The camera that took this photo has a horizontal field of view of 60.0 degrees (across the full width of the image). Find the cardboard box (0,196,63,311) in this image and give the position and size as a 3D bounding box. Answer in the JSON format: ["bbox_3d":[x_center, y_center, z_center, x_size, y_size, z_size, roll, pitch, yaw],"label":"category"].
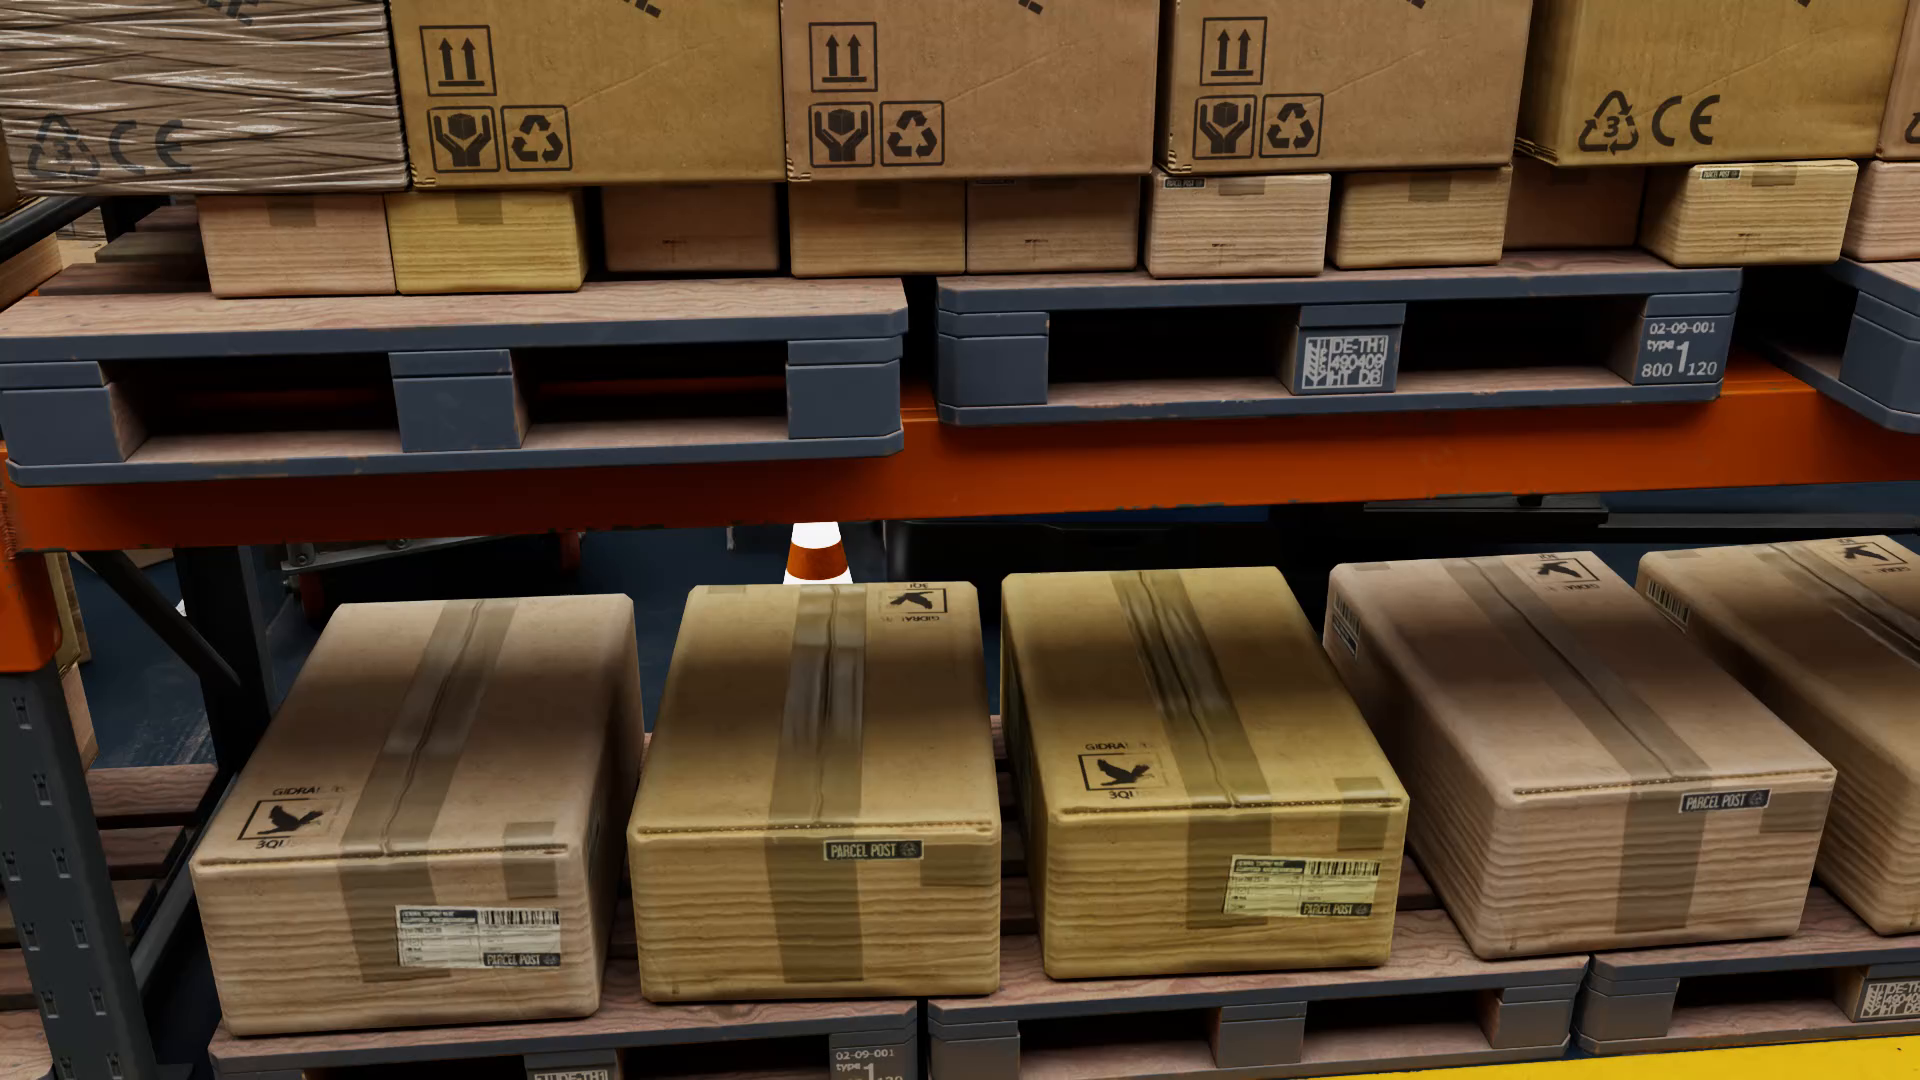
[{"bbox_3d":[-1.841,-0.509,3.012,0.250,0.149,0.380,-2,24,-5],"label":"cardboard box"}]

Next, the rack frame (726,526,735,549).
[{"bbox_3d":[-0.717,-0.568,5.050,0.015,1.200,0.240,0,24,0],"label":"rack frame"}]

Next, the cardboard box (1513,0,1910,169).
[{"bbox_3d":[1.044,-0.864,2.495,0.500,0.500,0.500,-4,24,-9],"label":"cardboard box"}]

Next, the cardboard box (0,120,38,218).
[{"bbox_3d":[-1.961,-0.784,2.831,0.500,0.500,0.500,-2,24,-5],"label":"cardboard box"}]

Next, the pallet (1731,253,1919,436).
[{"bbox_3d":[1.786,-0.508,2.935,1.003,0.211,1.213,-2,24,-5],"label":"pallet"}]

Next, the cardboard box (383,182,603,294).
[{"bbox_3d":[-0.665,-0.485,2.440,0.250,0.149,0.380,-2,24,-4],"label":"cardboard box"}]

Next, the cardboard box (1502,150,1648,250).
[{"bbox_3d":[0.889,-0.585,2.665,0.250,0.149,0.380,-2,24,-5],"label":"cardboard box"}]

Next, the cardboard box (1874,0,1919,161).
[{"bbox_3d":[1.546,-0.885,2.541,0.500,0.500,0.500,-3,24,-6],"label":"cardboard box"}]

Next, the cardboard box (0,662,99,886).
[{"bbox_3d":[-2.110,0.472,3.363,0.500,0.250,0.500,-3,24,-8],"label":"cardboard box"}]

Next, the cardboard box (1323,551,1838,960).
[{"bbox_3d":[1.188,0.393,3.390,0.625,0.372,0.950,-3,24,-6],"label":"cardboard box"}]

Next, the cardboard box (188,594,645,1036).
[{"bbox_3d":[-0.974,0.480,3.196,0.625,0.372,0.950,-2,24,-4],"label":"cardboard box"}]

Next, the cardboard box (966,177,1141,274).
[{"bbox_3d":[0.115,-0.530,2.541,0.250,0.149,0.380,-2,24,-5],"label":"cardboard box"}]

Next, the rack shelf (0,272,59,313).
[{"bbox_3d":[-3.486,-0.099,2.664,4.000,0.370,1.077,-2,24,-5],"label":"rack shelf"}]

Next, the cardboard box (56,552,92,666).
[{"bbox_3d":[-2.696,0.127,4.346,0.500,0.500,0.500,16,28,31],"label":"cardboard box"}]

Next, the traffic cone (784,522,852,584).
[{"bbox_3d":[-0.400,0.037,4.598,0.334,0.463,0.336,-2,24,-5],"label":"traffic cone"}]

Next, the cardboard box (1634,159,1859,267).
[{"bbox_3d":[1.152,-0.544,2.573,0.250,0.149,0.380,-2,24,-4],"label":"cardboard box"}]

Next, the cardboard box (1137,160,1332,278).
[{"bbox_3d":[0.385,-0.519,2.518,0.250,0.149,0.380,-1,24,-3],"label":"cardboard box"}]

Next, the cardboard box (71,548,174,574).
[{"bbox_3d":[-2.518,-0.093,5.132,0.258,0.266,0.396,22,32,40],"label":"cardboard box"}]

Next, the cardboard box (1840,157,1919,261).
[{"bbox_3d":[1.424,-0.561,2.611,0.250,0.149,0.380,-3,24,-8],"label":"cardboard box"}]

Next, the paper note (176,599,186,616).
[{"bbox_3d":[-2.191,0.181,4.805,0.142,0.019,0.148,-2,24,-5],"label":"paper note"}]

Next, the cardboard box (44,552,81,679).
[{"bbox_3d":[-2.110,0.129,3.211,0.500,0.500,0.500,-1,24,-3],"label":"cardboard box"}]

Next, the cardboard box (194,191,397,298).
[{"bbox_3d":[-0.915,-0.479,2.426,0.250,0.149,0.380,-2,24,-4],"label":"cardboard box"}]

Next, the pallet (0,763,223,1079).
[{"bbox_3d":[-2.161,0.808,3.172,1.213,0.211,1.003,-2,24,-5],"label":"pallet"}]

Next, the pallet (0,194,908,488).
[{"bbox_3d":[-0.721,-0.391,2.673,1.213,0.211,1.003,-2,24,-5],"label":"pallet"}]

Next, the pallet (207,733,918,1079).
[{"bbox_3d":[-0.721,0.735,3.335,1.213,0.211,1.003,-2,24,-5],"label":"pallet"}]

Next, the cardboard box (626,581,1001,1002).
[{"bbox_3d":[-0.259,0.450,3.263,0.625,0.372,0.950,-1,24,-2],"label":"cardboard box"}]

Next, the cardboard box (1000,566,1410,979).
[{"bbox_3d":[0.433,0.421,3.327,0.625,0.372,0.950,-2,24,-3],"label":"cardboard box"}]

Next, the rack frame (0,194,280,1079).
[{"bbox_3d":[-1.496,-0.507,2.698,0.127,3.000,1.000,-2,24,-5],"label":"rack frame"}]

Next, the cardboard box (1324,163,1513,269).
[{"bbox_3d":[0.647,-0.542,2.568,0.250,0.149,0.380,-3,24,-7],"label":"cardboard box"}]

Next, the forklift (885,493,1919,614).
[{"bbox_3d":[1.307,-1.310,4.589,3.031,2.935,1.130,0,24,0],"label":"forklift"}]

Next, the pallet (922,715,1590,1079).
[{"bbox_3d":[0.496,0.685,3.448,1.213,0.211,1.003,-2,24,-5],"label":"pallet"}]

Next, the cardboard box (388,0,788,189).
[{"bbox_3d":[-0.503,-0.804,2.359,0.500,0.500,0.500,-2,24,-5],"label":"cardboard box"}]

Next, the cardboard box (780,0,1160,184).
[{"bbox_3d":[-0.009,-0.818,2.391,0.500,0.500,0.500,-2,24,-5],"label":"cardboard box"}]

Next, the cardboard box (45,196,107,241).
[{"bbox_3d":[-3.612,-1.690,7.459,0.875,0.875,0.875,-2,24,-5],"label":"cardboard box"}]

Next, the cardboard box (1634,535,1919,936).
[{"bbox_3d":[1.921,0.361,3.464,0.625,0.372,0.950,-4,24,-9],"label":"cardboard box"}]

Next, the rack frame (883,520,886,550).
[{"bbox_3d":[-0.229,-0.567,5.048,0.015,1.200,0.240,0,24,0],"label":"rack frame"}]

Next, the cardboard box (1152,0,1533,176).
[{"bbox_3d":[0.501,-0.843,2.446,0.500,0.500,0.500,-3,24,-7],"label":"cardboard box"}]

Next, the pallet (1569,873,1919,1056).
[{"bbox_3d":[1.707,0.638,3.555,1.213,0.211,1.003,-2,24,-5],"label":"pallet"}]

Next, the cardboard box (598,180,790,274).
[{"bbox_3d":[-0.391,-0.527,2.535,0.250,0.149,0.380,-1,24,-2],"label":"cardboard box"}]

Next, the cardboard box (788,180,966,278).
[{"bbox_3d":[-0.131,-0.521,2.520,0.250,0.149,0.380,-2,24,-4],"label":"cardboard box"}]

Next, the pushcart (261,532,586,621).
[{"bbox_3d":[-1.770,-0.228,5.299,0.936,0.377,1.648,-11,26,-23],"label":"pushcart"}]

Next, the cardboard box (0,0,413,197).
[{"bbox_3d":[-1.001,-0.783,2.313,0.500,0.500,0.500,-2,24,-4],"label":"cardboard box"}]

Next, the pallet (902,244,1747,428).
[{"bbox_3d":[0.519,-0.484,2.881,1.213,0.211,1.003,-2,24,-5],"label":"pallet"}]

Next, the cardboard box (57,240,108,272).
[{"bbox_3d":[-3.527,-0.886,6.625,0.500,0.500,0.500,2,24,4],"label":"cardboard box"}]

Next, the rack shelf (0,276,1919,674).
[{"bbox_3d":[0.494,-0.258,3.023,4.000,0.370,1.077,-2,24,-5],"label":"rack shelf"}]

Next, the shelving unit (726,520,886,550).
[{"bbox_3d":[-0.473,-0.567,5.049,0.503,1.200,0.258,0,24,0],"label":"shelving unit"}]
